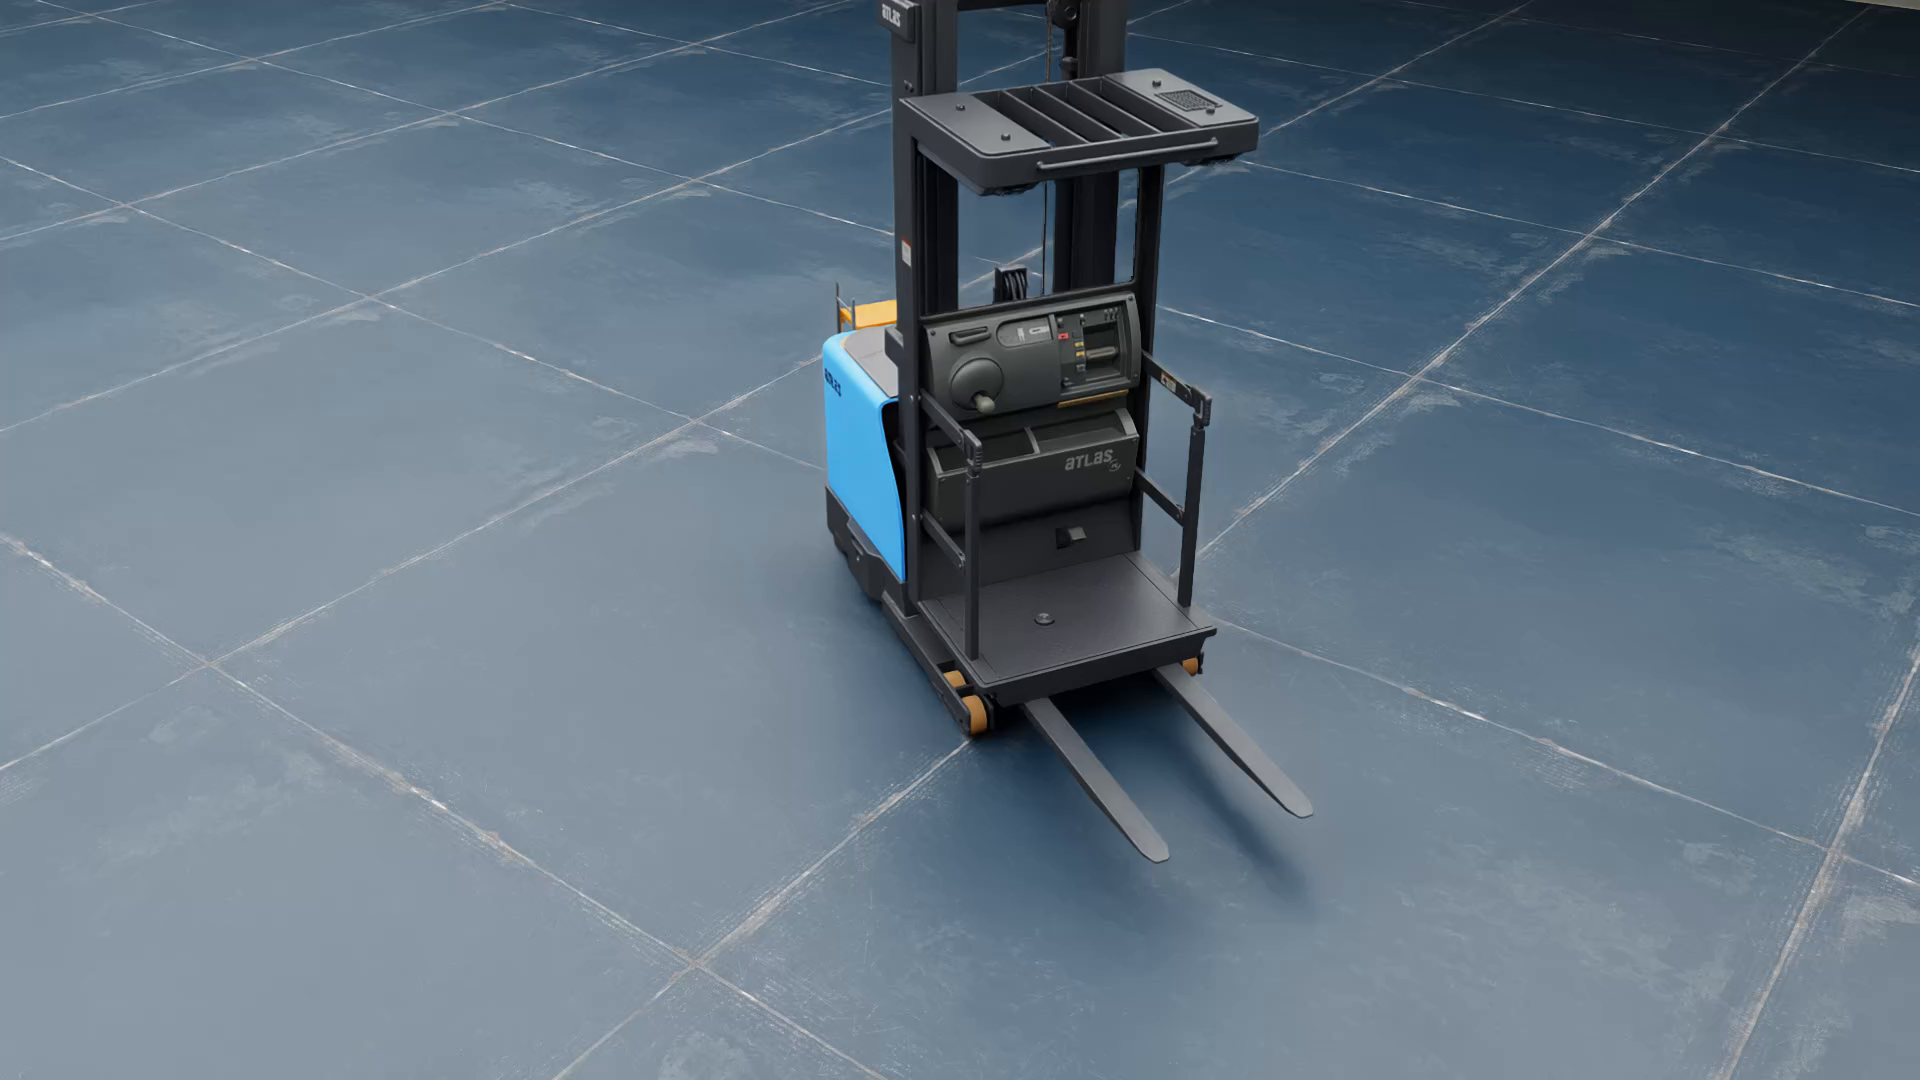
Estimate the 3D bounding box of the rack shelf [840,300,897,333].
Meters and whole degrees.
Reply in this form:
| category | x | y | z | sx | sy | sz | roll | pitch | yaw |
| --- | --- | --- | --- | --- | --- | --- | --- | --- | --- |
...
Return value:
| category | x | y | z | sx | sy | sz | roll | pitch | yaw |
| --- | --- | --- | --- | --- | --- | --- | --- | --- | --- |
| rack shelf | -0.324 | -1.058 | 8.088 | 0.480 | 0.148 | 0.258 | -13 | 33 | -21 |

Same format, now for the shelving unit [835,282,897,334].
| category | x | y | z | sx | sy | sz | roll | pitch | yaw |
| --- | --- | --- | --- | --- | --- | --- | --- | --- | --- |
| shelving unit | -0.324 | -0.720 | 8.288 | 0.503 | 1.200 | 0.258 | -13 | 33 | -21 |

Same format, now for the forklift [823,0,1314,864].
| category | x | y | z | sx | sy | sz | roll | pitch | yaw |
| --- | --- | --- | --- | --- | --- | --- | --- | --- | --- |
| forklift | 0.395 | -0.702 | 6.559 | 1.130 | 2.935 | 3.031 | -13 | 33 | -20 |

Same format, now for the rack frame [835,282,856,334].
| category | x | y | z | sx | sy | sz | roll | pitch | yaw |
| --- | --- | --- | --- | --- | --- | --- | --- | --- | --- |
| rack frame | -0.547 | -0.669 | 8.203 | 0.015 | 1.200 | 0.240 | -13 | 33 | -21 |
